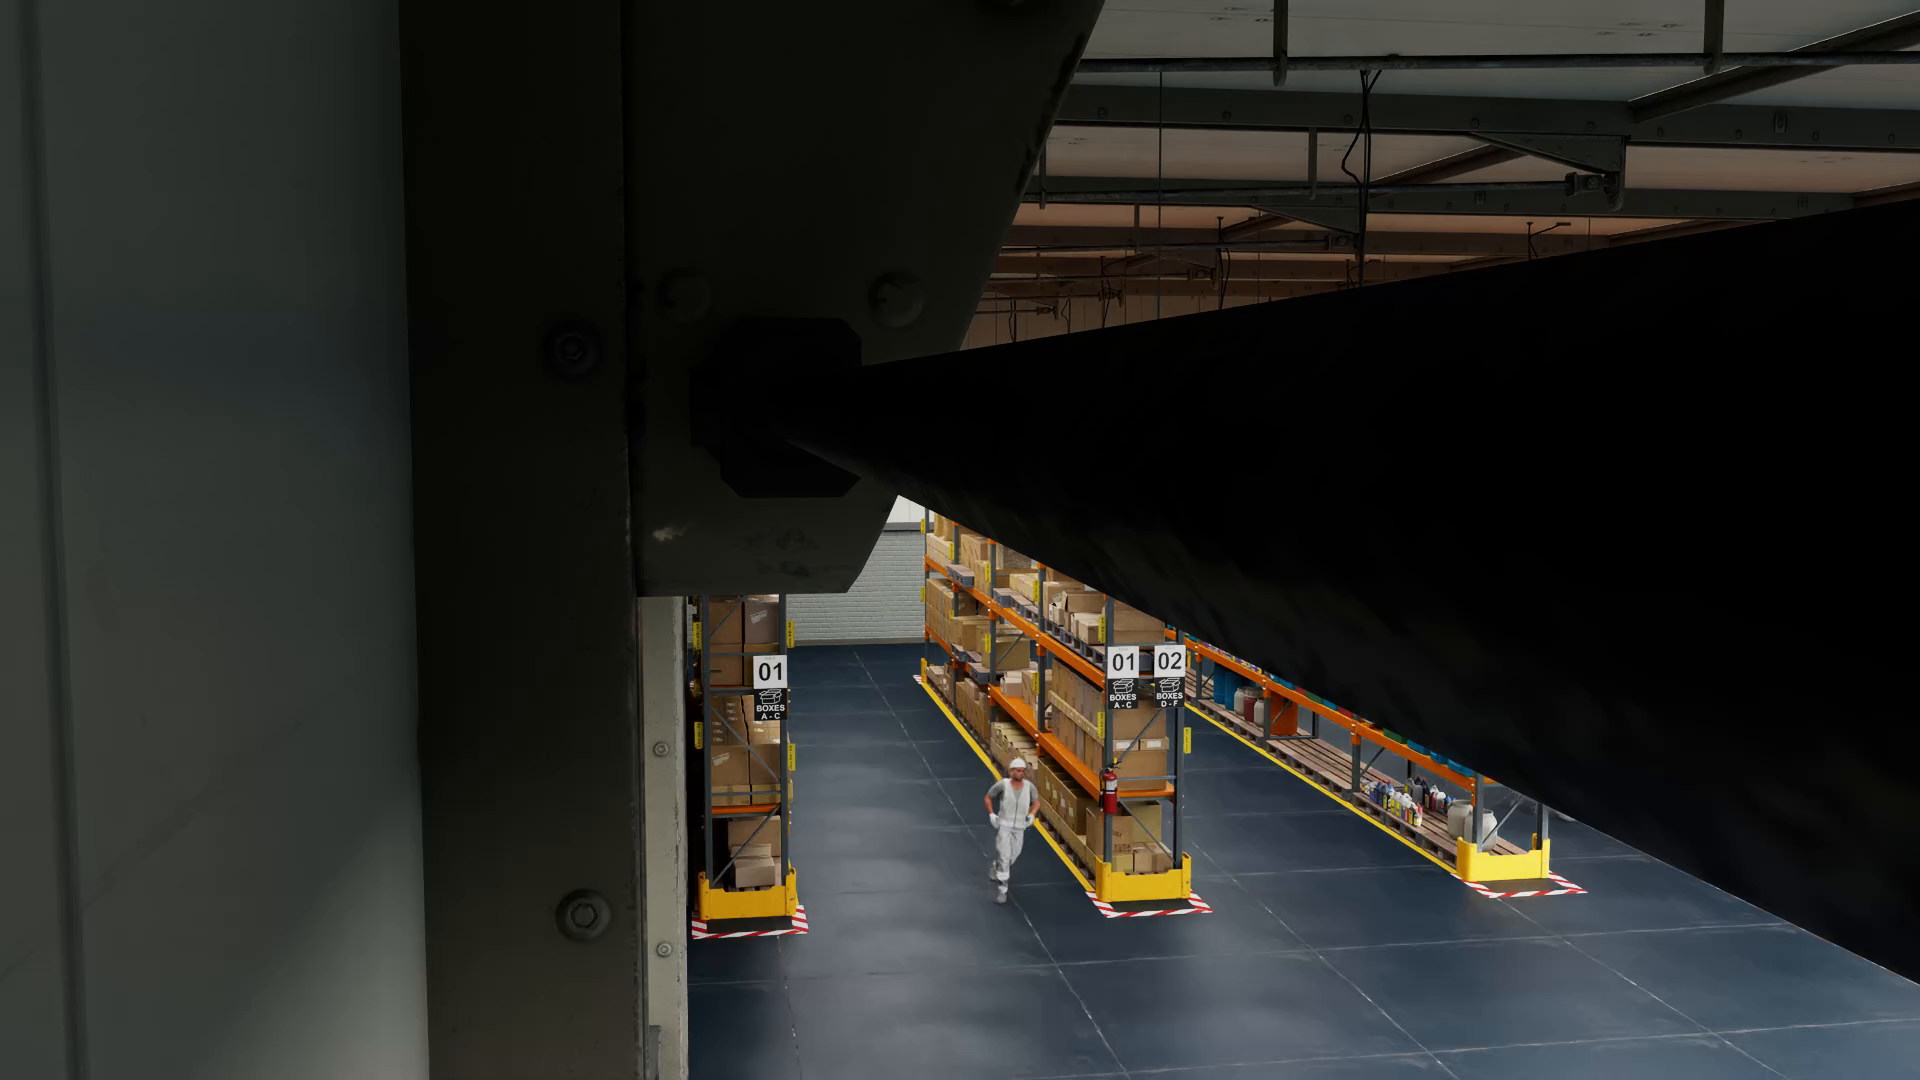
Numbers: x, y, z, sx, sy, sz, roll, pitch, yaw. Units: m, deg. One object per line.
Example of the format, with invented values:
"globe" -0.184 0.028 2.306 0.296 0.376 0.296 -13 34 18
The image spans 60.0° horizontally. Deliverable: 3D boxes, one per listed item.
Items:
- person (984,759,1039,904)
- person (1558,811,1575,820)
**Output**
"person" 0.660 3.613 21.030 0.694 1.749 0.844 -1 5 -14
"person" 9.174 3.298 24.526 0.677 1.731 0.671 -4 6 -39
